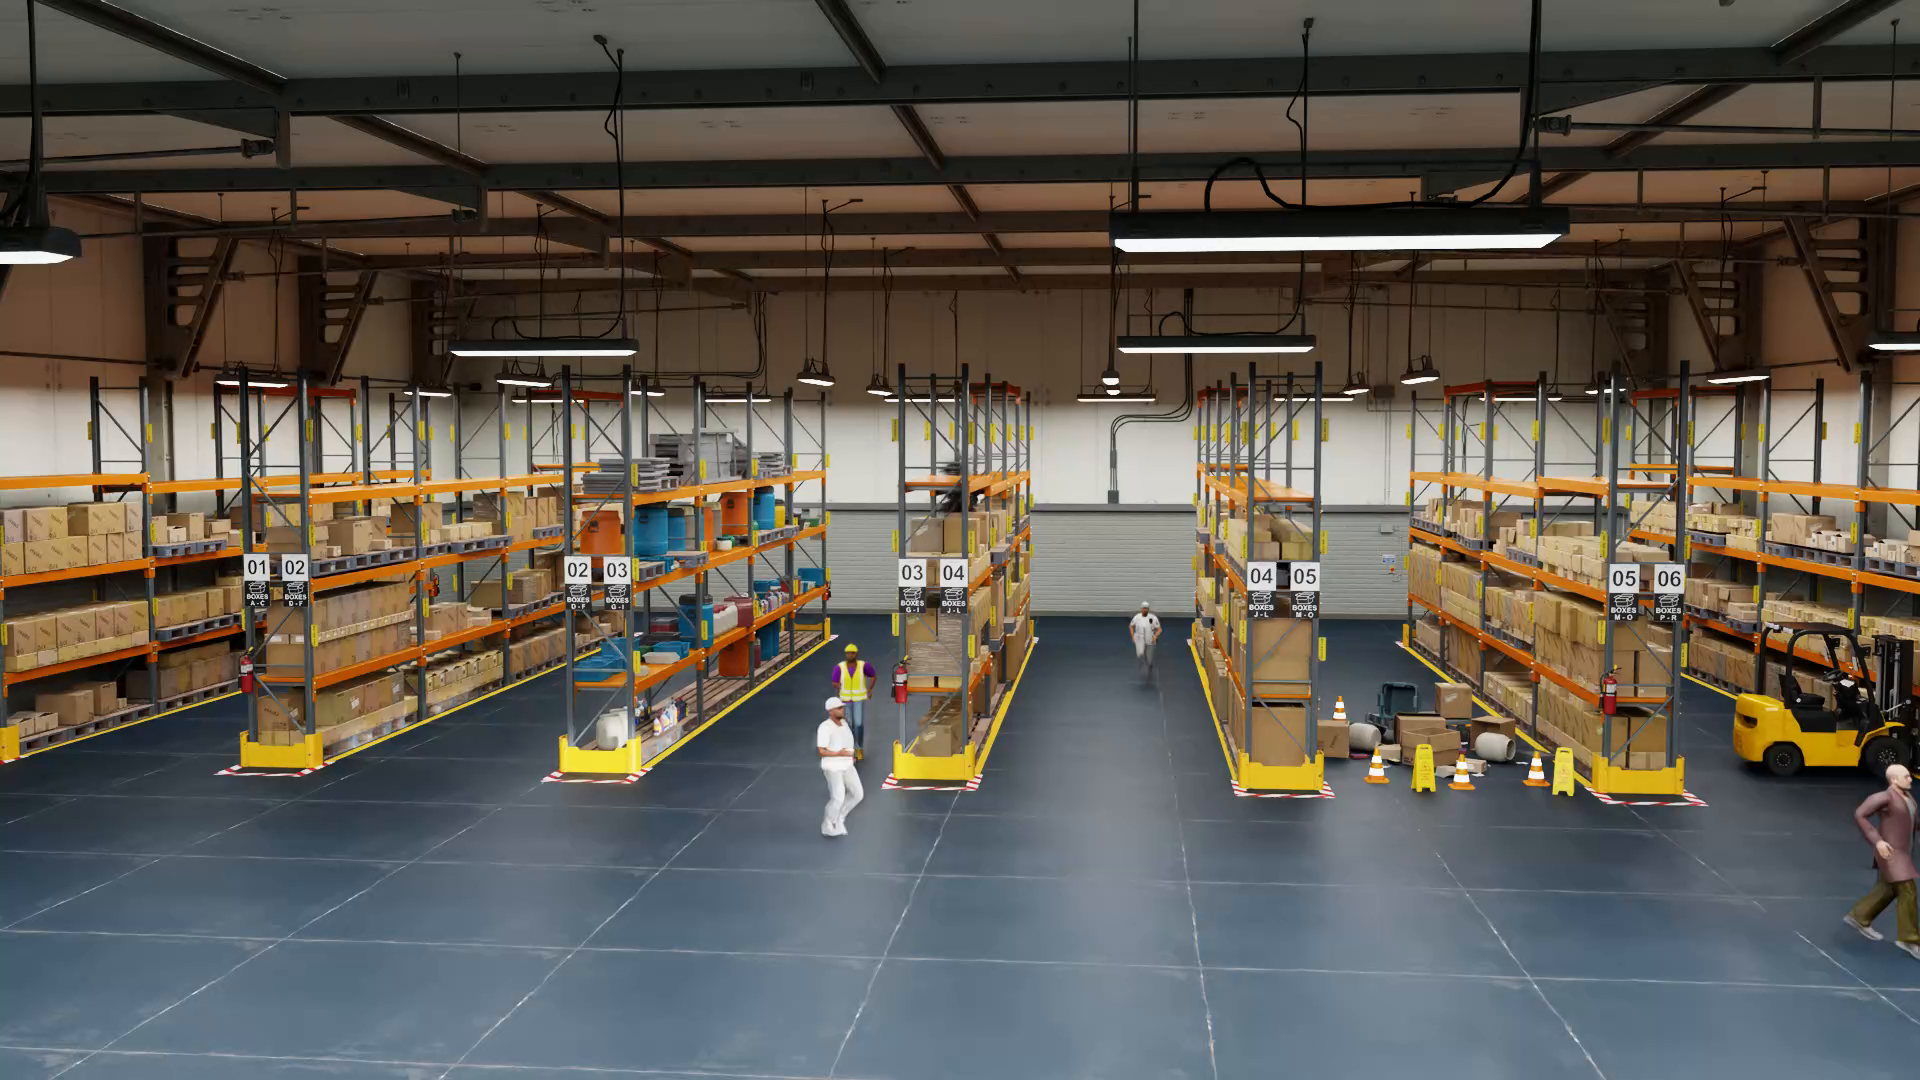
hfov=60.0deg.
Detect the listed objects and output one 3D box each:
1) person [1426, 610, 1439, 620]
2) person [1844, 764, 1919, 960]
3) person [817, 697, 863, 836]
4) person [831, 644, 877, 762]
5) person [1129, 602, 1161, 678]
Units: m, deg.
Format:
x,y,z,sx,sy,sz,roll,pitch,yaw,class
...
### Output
x,y,z,sx,sy,sz,roll,pitch,yaw,class
11.551,1.613,40.361,0.569,1.568,0.764,2,4,26,person
9.010,3.068,16.062,0.699,1.822,0.894,-3,5,-41,person
-1.458,2.810,20.529,0.621,1.746,0.681,2,4,33,person
-1.646,2.494,25.515,0.671,1.806,0.738,0,4,5,person
3.652,1.989,32.849,0.638,1.548,0.869,0,4,8,person
